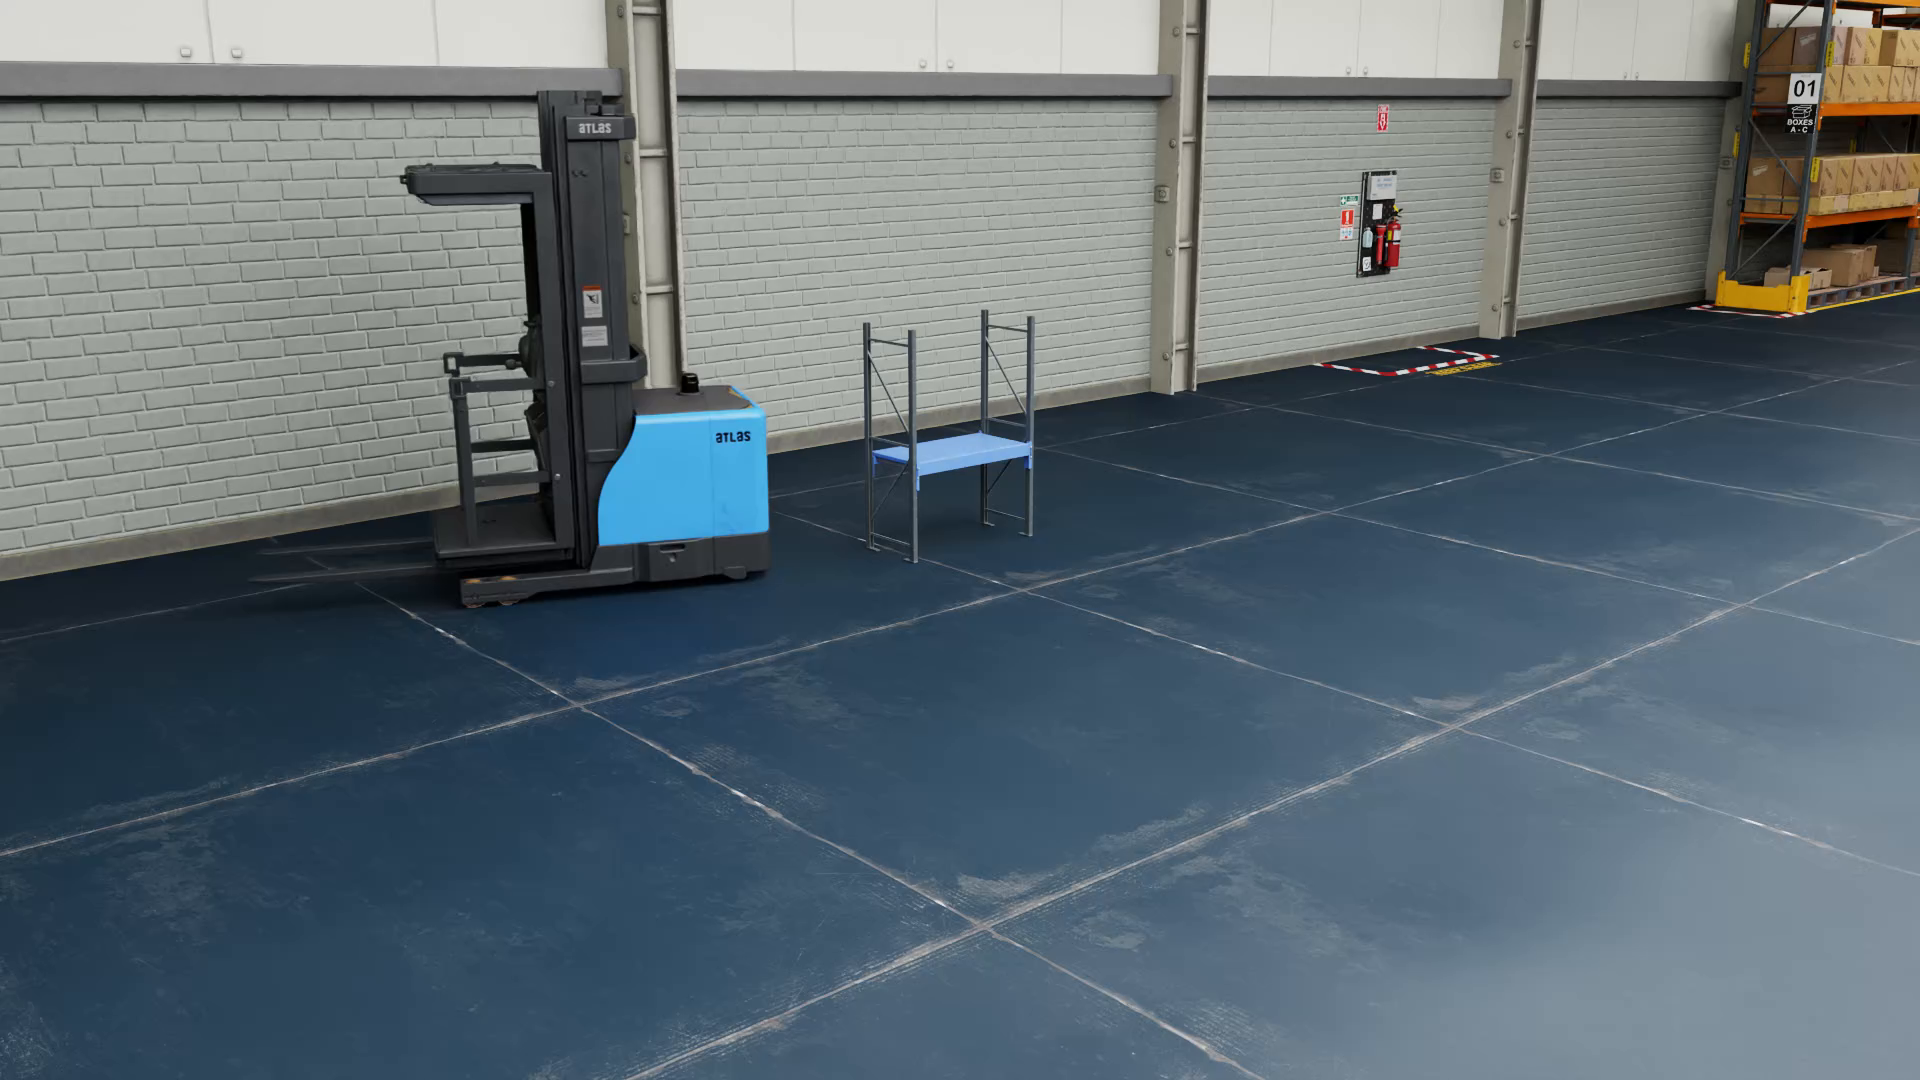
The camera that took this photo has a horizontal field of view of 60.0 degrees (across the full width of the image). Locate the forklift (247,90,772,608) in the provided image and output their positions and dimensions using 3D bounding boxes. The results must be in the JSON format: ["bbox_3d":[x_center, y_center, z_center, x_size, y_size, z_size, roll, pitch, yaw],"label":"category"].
[{"bbox_3d":[-2.743,-1.169,9.947,3.031,2.935,1.130,-5,16,-18],"label":"forklift"}]

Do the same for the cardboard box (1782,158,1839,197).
[{"bbox_3d":[11.815,-5.040,23.104,0.500,0.500,0.500,-13,19,-39],"label":"cardboard box"}]

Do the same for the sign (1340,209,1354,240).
[{"bbox_3d":[4.317,-3.521,18.549,0.234,0.329,0.001,-13,19,-39],"label":"sign"}]

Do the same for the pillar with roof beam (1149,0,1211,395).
[{"bbox_3d":[4.991,-5.032,12.652,0.400,9.000,9.100,-13,19,-39],"label":"pillar with roof beam"}]

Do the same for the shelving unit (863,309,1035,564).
[{"bbox_3d":[-0.064,-0.710,11.002,1.048,1.500,0.538,-13,19,-39],"label":"shelving unit"}]

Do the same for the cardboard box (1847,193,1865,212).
[{"bbox_3d":[12.604,-4.852,23.853,0.500,0.250,0.500,-13,20,-40],"label":"cardboard box"}]

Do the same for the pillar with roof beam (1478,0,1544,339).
[{"bbox_3d":[9.517,-6.049,16.457,0.400,9.000,9.100,-13,19,-39],"label":"pillar with roof beam"}]

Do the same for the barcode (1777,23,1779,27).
[{"bbox_3d":[11.465,-7.206,23.308,0.075,0.075,0.001,-13,19,-39],"label":"barcode"}]

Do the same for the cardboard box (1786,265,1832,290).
[{"bbox_3d":[12.268,-3.828,24.125,0.500,0.311,0.500,-11,18,-35],"label":"cardboard box"}]

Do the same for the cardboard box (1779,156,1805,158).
[{"bbox_3d":[11.860,-5.222,23.786,0.500,0.500,0.500,-12,19,-39],"label":"cardboard box"}]

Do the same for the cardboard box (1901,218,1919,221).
[{"bbox_3d":[15.539,-5.055,26.899,0.500,0.250,0.500,-13,20,-41],"label":"cardboard box"}]

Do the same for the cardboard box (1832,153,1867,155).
[{"bbox_3d":[13.390,-5.569,25.086,0.500,0.500,0.500,-13,20,-40],"label":"cardboard box"}]

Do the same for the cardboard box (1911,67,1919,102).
[{"bbox_3d":[14.054,-6.769,24.732,0.500,0.500,0.500,-12,19,-38],"label":"cardboard box"}]

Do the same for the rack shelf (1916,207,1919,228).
[{"bbox_3d":[15.784,-5.387,26.998,4.000,0.370,1.077,-13,19,-39],"label":"rack shelf"}]

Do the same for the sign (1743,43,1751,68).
[{"bbox_3d":[10.908,-6.706,23.016,0.005,0.325,0.100,-13,19,-39],"label":"sign"}]

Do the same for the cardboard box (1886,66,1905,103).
[{"bbox_3d":[13.273,-6.585,24.043,0.500,0.500,0.500,-14,20,-41],"label":"cardboard box"}]

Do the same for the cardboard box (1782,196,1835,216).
[{"bbox_3d":[11.834,-4.676,23.195,0.500,0.250,0.500,-13,20,-41],"label":"cardboard box"}]

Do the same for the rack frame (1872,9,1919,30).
[{"bbox_3d":[14.275,-8.294,24.862,0.127,3.000,1.000,-13,19,-39],"label":"rack frame"}]

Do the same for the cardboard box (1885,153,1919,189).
[{"bbox_3d":[14.121,-5.555,25.031,0.500,0.500,0.500,-13,20,-39],"label":"cardboard box"}]

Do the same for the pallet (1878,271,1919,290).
[{"bbox_3d":[14.861,-4.180,26.491,1.213,0.211,1.003,-13,19,-39],"label":"pallet"}]

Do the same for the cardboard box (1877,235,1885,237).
[{"bbox_3d":[15.176,-4.626,26.746,0.500,0.500,0.700,-13,20,-40],"label":"cardboard box"}]

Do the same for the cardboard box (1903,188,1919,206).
[{"bbox_3d":[14.116,-5.193,25.132,0.500,0.250,0.500,-13,19,-39],"label":"cardboard box"}]

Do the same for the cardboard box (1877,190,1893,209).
[{"bbox_3d":[13.366,-5.022,24.492,0.500,0.250,0.500,-13,20,-40],"label":"cardboard box"}]

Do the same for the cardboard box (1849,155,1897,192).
[{"bbox_3d":[13.361,-5.386,24.399,0.500,0.500,0.500,-13,20,-41],"label":"cardboard box"}]

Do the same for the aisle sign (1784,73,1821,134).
[{"bbox_3d":[11.400,-5.903,22.500,0.004,0.787,0.394,-13,19,-39],"label":"aisle sign"}]

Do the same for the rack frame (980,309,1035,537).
[{"bbox_3d":[0.319,-0.796,11.325,0.032,1.500,0.500,-13,19,-39],"label":"rack frame"}]

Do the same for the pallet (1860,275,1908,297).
[{"bbox_3d":[13.791,-3.928,25.545,1.213,0.211,1.003,-13,19,-39],"label":"pallet"}]

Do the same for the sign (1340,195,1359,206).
[{"bbox_3d":[4.326,-3.776,18.478,0.331,0.109,0.001,-13,19,-39],"label":"sign"}]

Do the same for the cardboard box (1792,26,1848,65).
[{"bbox_3d":[11.707,-6.726,22.636,0.500,0.500,0.500,14,21,43],"label":"cardboard box"}]

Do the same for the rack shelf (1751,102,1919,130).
[{"bbox_3d":[12.766,-6.158,24.074,4.000,0.370,1.077,-13,19,-39],"label":"rack shelf"}]

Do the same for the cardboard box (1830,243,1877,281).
[{"bbox_3d":[13.518,-4.217,25.215,0.500,0.500,0.500,14,21,43],"label":"cardboard box"}]

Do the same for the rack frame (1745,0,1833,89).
[{"bbox_3d":[11.257,-7.616,22.326,0.127,3.000,1.000,-13,19,-39],"label":"rack frame"}]

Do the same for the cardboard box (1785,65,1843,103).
[{"bbox_3d":[11.674,-6.233,22.727,0.500,0.500,0.500,-12,19,-38],"label":"cardboard box"}]

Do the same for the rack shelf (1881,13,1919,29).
[{"bbox_3d":[15.784,-8.092,26.275,4.000,0.370,1.077,-13,19,-39],"label":"rack shelf"}]

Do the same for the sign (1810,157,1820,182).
[{"bbox_3d":[11.614,-5.030,22.593,0.005,0.325,0.100,-13,19,-39],"label":"sign"}]

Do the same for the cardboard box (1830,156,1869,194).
[{"bbox_3d":[12.588,-5.208,23.733,0.500,0.500,0.500,-13,20,-41],"label":"cardboard box"}]

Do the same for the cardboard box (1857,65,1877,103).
[{"bbox_3d":[12.491,-6.406,23.374,0.500,0.500,0.500,-12,19,-37],"label":"cardboard box"}]

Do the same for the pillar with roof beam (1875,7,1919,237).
[{"bbox_3d":[18.570,-8.082,24.068,0.400,9.000,9.100,-13,19,-39],"label":"pillar with roof beam"}]

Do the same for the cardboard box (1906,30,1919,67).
[{"bbox_3d":[13.666,-7.153,24.233,0.500,0.500,0.500,-11,19,-36],"label":"cardboard box"}]

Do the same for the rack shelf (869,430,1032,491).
[{"bbox_3d":[-0.064,-0.536,11.049,1.000,0.185,0.538,-13,19,-39],"label":"rack shelf"}]

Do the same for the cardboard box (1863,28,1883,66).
[{"bbox_3d":[12.498,-6.890,23.250,0.500,0.500,0.500,-12,19,-38],"label":"cardboard box"}]

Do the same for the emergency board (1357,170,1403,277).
[{"bbox_3d":[4.802,-3.577,18.830,0.643,1.169,0.194,-13,19,-39],"label":"emergency board"}]
